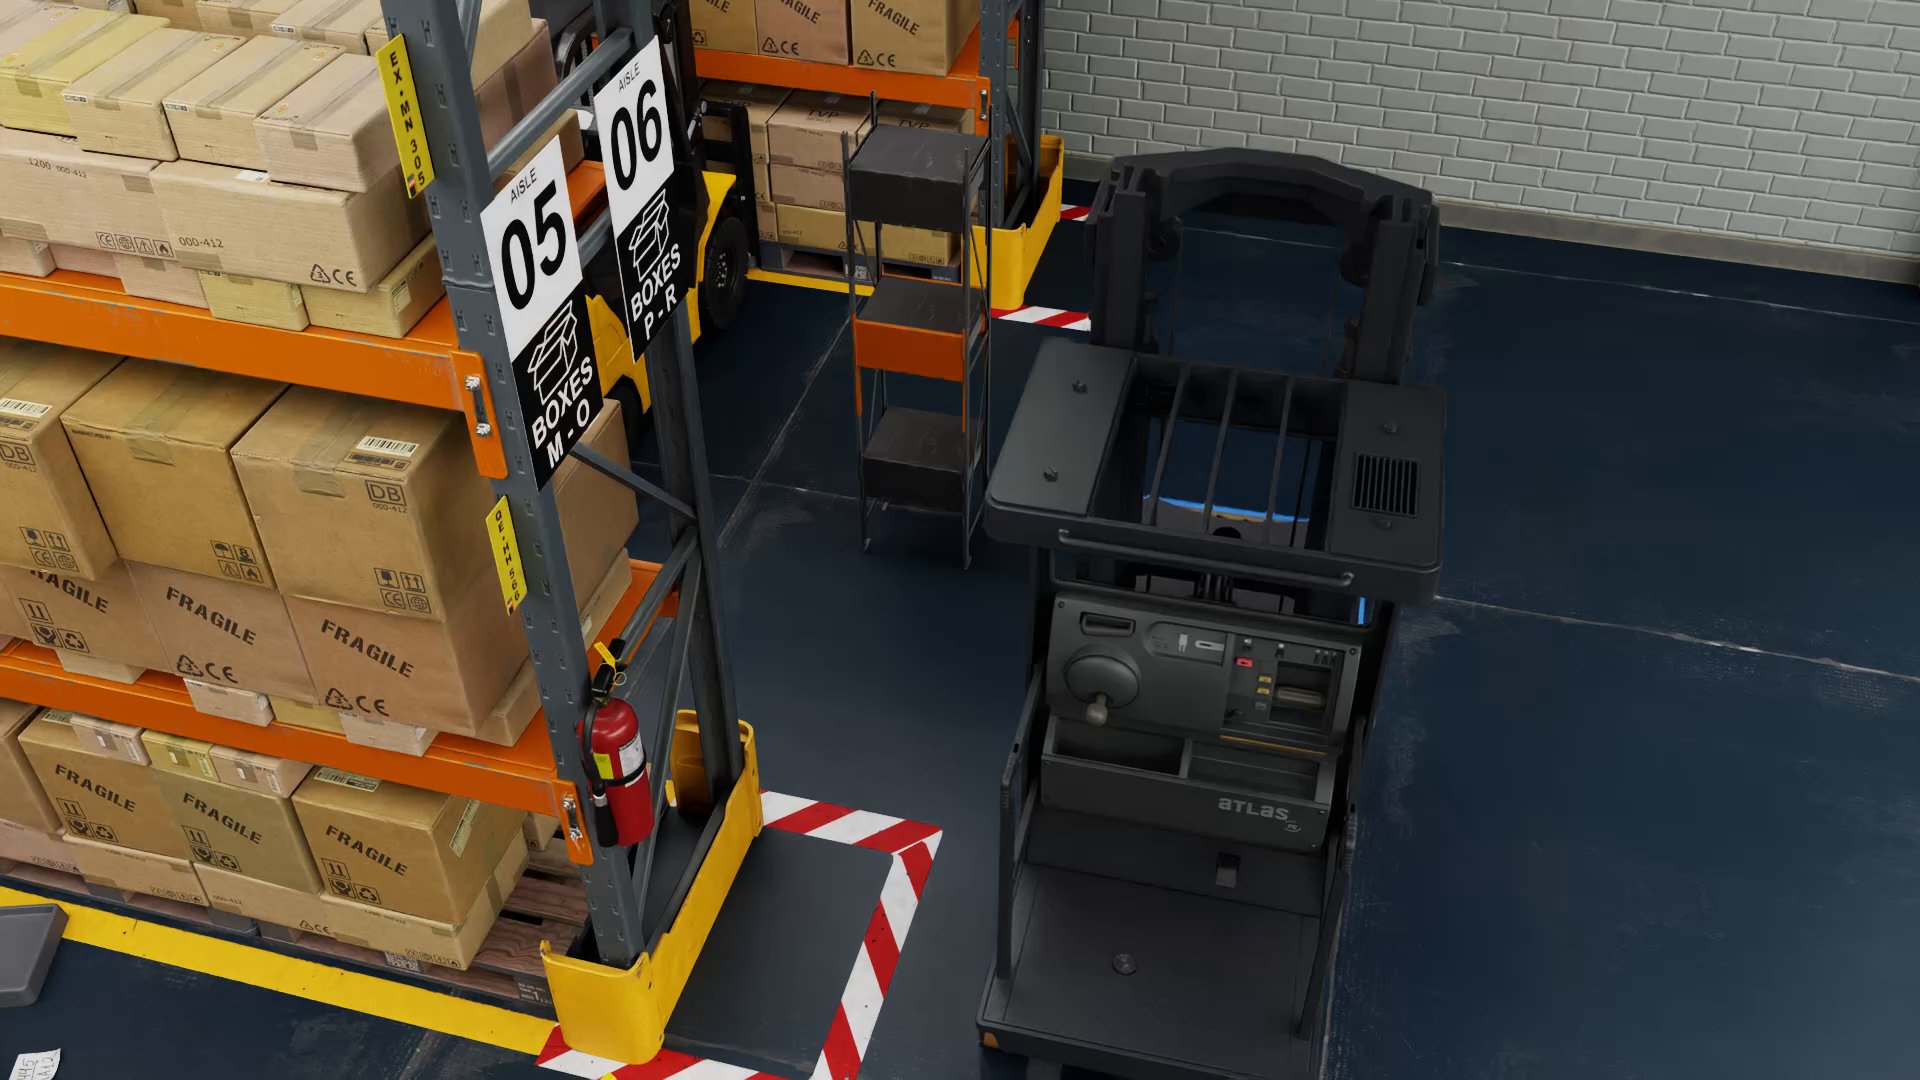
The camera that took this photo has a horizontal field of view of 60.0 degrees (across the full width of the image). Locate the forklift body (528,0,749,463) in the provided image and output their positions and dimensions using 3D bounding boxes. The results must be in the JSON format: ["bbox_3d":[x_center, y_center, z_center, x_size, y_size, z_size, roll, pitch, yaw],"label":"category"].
[{"bbox_3d":[-2.017,-1.676,8.097,1.214,2.155,2.313,10,41,11],"label":"forklift body"}]

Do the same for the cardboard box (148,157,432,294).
[{"bbox_3d":[-1.557,-0.857,4.016,0.500,0.250,0.500,9,41,11],"label":"cardboard box"}]

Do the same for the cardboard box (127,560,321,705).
[{"bbox_3d":[-2.071,0.108,5.004,0.500,0.500,0.500,10,41,12],"label":"cardboard box"}]

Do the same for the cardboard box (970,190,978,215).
[{"bbox_3d":[-0.137,-2.130,9.790,0.500,0.250,0.500,10,41,12],"label":"cardboard box"}]

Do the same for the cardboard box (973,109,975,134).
[{"bbox_3d":[-0.129,-2.507,9.461,0.500,0.250,0.500,9,41,11],"label":"cardboard box"}]

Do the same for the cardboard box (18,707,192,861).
[{"bbox_3d":[-2.825,0.726,5.806,0.500,0.500,0.500,9,41,10],"label":"cardboard box"}]

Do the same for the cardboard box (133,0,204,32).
[{"bbox_3d":[-1.980,-1.478,4.445,0.250,0.149,0.380,10,41,11],"label":"cardboard box"}]

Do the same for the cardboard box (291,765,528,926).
[{"bbox_3d":[-1.834,0.899,5.600,0.500,0.500,0.500,10,41,12],"label":"cardboard box"}]

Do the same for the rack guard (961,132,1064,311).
[{"bbox_3d":[0.310,-1.858,9.598,0.348,0.500,1.175,10,41,11],"label":"rack guard"}]

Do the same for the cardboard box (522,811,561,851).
[{"bbox_3d":[-1.701,0.852,6.240,0.500,0.250,0.500,9,41,11],"label":"cardboard box"}]

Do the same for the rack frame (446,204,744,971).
[{"bbox_3d":[-0.993,0.266,5.126,0.127,3.000,1.000,10,41,11],"label":"rack frame"}]

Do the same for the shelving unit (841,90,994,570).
[{"bbox_3d":[-0.160,-0.832,7.132,0.503,2.100,0.431,10,41,11],"label":"shelving unit"}]

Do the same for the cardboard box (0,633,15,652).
[{"bbox_3d":[-3.152,0.191,5.410,0.250,0.149,0.380,10,41,11],"label":"cardboard box"}]

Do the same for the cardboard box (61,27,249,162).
[{"bbox_3d":[-1.887,-1.063,3.951,0.250,0.149,0.380,9,41,11],"label":"cardboard box"}]

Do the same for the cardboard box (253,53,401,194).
[{"bbox_3d":[-1.396,-0.965,3.834,0.250,0.149,0.380,10,41,12],"label":"cardboard box"}]

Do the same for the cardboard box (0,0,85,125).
[{"bbox_3d":[-2.353,-1.182,4.093,0.250,0.149,0.380,10,41,11],"label":"cardboard box"}]

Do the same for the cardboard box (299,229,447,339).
[{"bbox_3d":[-1.410,-0.672,4.106,0.250,0.149,0.380,10,41,12],"label":"cardboard box"}]

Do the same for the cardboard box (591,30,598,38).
[{"bbox_3d":[-1.739,-3.030,8.972,0.500,0.500,0.500,10,41,12],"label":"cardboard box"}]

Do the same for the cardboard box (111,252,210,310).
[{"bbox_3d":[-1.907,-0.759,4.209,0.250,0.149,0.380,11,41,13],"label":"cardboard box"}]

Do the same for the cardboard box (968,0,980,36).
[{"bbox_3d":[-0.120,-3.112,9.070,0.500,0.500,0.500,11,41,13],"label":"cardboard box"}]

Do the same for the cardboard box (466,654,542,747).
[{"bbox_3d":[-1.410,0.432,5.123,0.250,0.149,0.380,11,41,13],"label":"cardboard box"}]

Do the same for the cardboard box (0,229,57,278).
[{"bbox_3d":[-2.387,-0.854,4.322,0.250,0.149,0.380,9,41,11],"label":"cardboard box"}]

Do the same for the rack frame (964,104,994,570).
[{"bbox_3d":[0.076,-0.791,7.084,0.015,2.100,0.400,10,41,11],"label":"rack frame"}]

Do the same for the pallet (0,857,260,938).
[{"bbox_3d":[-3.017,0.960,6.468,1.213,0.211,1.003,10,41,11],"label":"pallet"}]

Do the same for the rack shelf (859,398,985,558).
[{"bbox_3d":[-0.160,-0.285,7.591,0.480,0.518,0.431,10,41,11],"label":"rack shelf"}]

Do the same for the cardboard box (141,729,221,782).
[{"bbox_3d":[-2.448,0.588,5.466,0.250,0.149,0.380,10,41,12],"label":"cardboard box"}]

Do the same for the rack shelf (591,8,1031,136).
[{"bbox_3d":[-1.646,-2.876,9.426,4.000,0.370,1.077,10,41,11],"label":"rack shelf"}]

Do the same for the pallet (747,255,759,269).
[{"bbox_3d":[-1.638,-2.056,10.059,1.213,0.211,1.003,10,41,11],"label":"pallet"}]

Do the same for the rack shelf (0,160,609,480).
[{"bbox_3d":[-2.925,-0.940,4.789,4.000,0.370,1.077,10,41,11],"label":"rack shelf"}]

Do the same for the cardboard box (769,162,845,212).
[{"bbox_3d":[-0.746,-2.095,9.359,0.500,0.250,0.500,9,41,11],"label":"cardboard box"}]

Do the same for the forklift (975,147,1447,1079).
[{"bbox_3d":[0.685,0.494,4.908,1.130,2.935,3.031,9,41,10],"label":"forklift"}]

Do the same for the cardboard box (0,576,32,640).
[{"bbox_3d":[-3.038,-0.073,5.220,0.500,0.500,0.500,10,41,12],"label":"cardboard box"}]

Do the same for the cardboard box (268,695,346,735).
[{"bbox_3d":[-1.925,0.403,5.157,0.250,0.149,0.380,9,41,11],"label":"cardboard box"}]

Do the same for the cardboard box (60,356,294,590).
[{"bbox_3d":[-2.030,-0.308,4.722,0.500,0.500,0.700,10,41,12],"label":"cardboard box"}]

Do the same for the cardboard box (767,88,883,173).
[{"bbox_3d":[-0.734,-2.274,9.183,0.500,0.250,0.500,10,41,12],"label":"cardboard box"}]

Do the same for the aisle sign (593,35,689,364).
[{"bbox_3d":[-0.853,-0.912,4.507,0.004,0.787,0.394,10,41,11],"label":"aisle sign"}]

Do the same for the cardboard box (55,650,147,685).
[{"bbox_3d":[-2.663,0.263,5.324,0.250,0.149,0.380,9,41,11],"label":"cardboard box"}]

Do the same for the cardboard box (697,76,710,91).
[{"bbox_3d":[-1.711,-2.440,9.382,0.500,0.250,0.500,9,41,11],"label":"cardboard box"}]

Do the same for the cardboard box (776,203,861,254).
[{"bbox_3d":[-0.727,-1.897,9.513,0.500,0.250,0.500,10,41,11],"label":"cardboard box"}]

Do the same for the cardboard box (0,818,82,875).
[{"bbox_3d":[-3.325,0.927,6.150,0.500,0.250,0.500,9,41,11],"label":"cardboard box"}]

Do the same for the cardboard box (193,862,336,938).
[{"bbox_3d":[-2.342,1.099,5.945,0.500,0.250,0.500,10,41,12],"label":"cardboard box"}]

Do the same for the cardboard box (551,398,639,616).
[{"bbox_3d":[-1.379,-0.138,5.297,0.500,0.500,0.500,9,41,11],"label":"cardboard box"}]

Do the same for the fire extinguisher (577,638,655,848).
[{"bbox_3d":[-1.002,0.600,4.787,0.183,0.674,0.296,10,41,11],"label":"fire extinguisher"}]

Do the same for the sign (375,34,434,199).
[{"bbox_3d":[-1.156,-0.881,3.470,0.005,0.325,0.100,10,41,11],"label":"sign"}]

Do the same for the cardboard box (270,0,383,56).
[{"bbox_3d":[-1.531,-1.310,4.245,0.250,0.149,0.380,10,41,11],"label":"cardboard box"}]

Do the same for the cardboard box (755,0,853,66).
[{"bbox_3d":[-0.756,-2.868,8.779,0.500,0.500,0.500,11,41,13],"label":"cardboard box"}]
